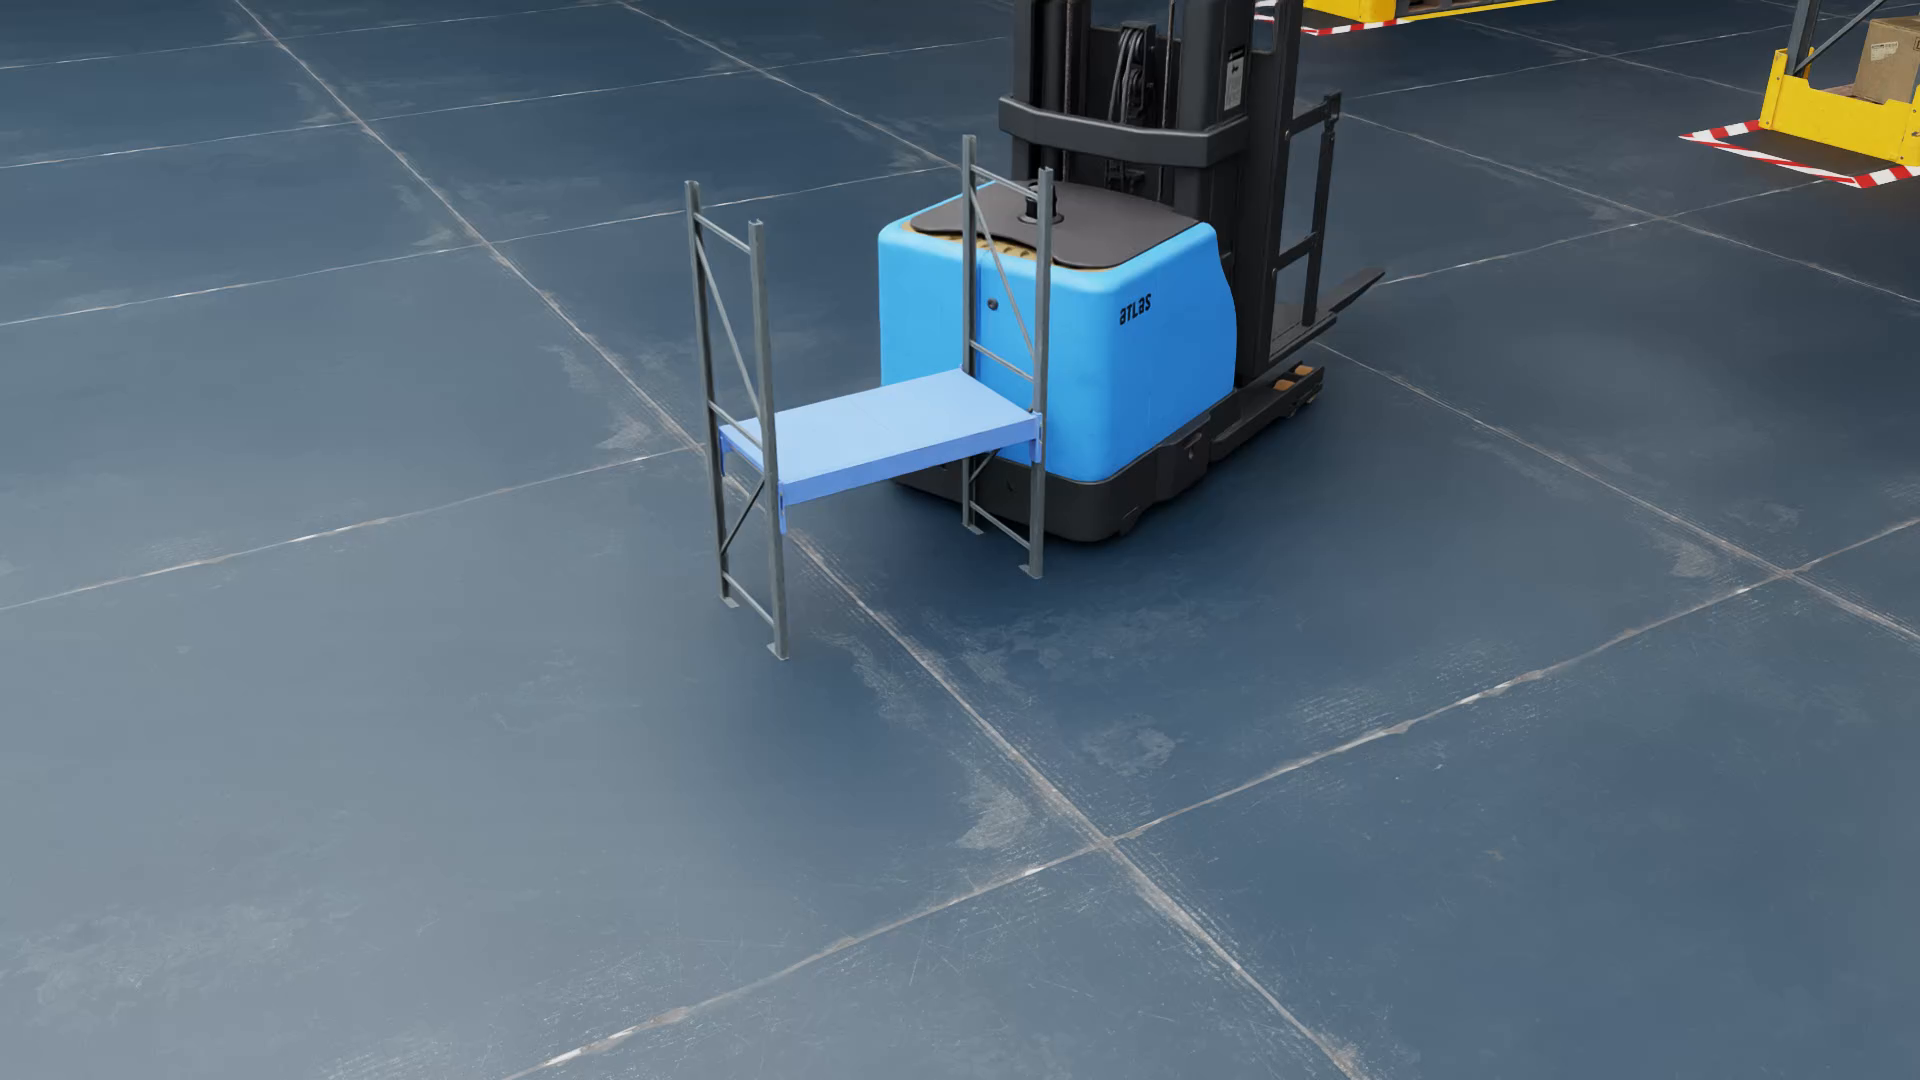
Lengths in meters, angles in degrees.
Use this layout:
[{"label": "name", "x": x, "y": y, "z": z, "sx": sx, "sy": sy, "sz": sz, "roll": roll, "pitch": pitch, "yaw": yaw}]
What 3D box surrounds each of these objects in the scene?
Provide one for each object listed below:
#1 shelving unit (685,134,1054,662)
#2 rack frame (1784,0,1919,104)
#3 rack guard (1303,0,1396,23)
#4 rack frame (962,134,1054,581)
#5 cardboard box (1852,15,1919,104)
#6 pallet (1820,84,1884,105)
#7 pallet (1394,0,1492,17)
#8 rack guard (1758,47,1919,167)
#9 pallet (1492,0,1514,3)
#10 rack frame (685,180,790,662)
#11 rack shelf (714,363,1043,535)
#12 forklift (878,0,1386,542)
[{"label": "shelving unit", "x": -0.279, "y": -0.487, "z": 5.580, "sx": 1.048, "sy": 1.500, "sz": 0.538, "roll": -17, "pitch": 33, "yaw": -27}, {"label": "rack frame", "x": 5.821, "y": -3.933, "z": 10.273, "sx": 0.127, "sy": 3.000, "sz": 1.000, "roll": -16, "pitch": 33, "yaw": -26}, {"label": "rack guard", "x": 3.354, "y": -4.940, "z": 14.685, "sx": 0.348, "sy": 0.500, "sz": 1.175, "roll": -16, "pitch": 33, "yaw": -26}, {"label": "rack frame", "x": 0.153, "y": -0.616, "z": 5.814, "sx": 0.032, "sy": 1.500, "sz": 0.500, "roll": -17, "pitch": 33, "yaw": -27}, {"label": "cardboard box", "x": 6.368, "y": -3.169, "z": 11.040, "sx": 0.500, "sy": 0.500, "sz": 0.500, "roll": -10, "pitch": 30, "yaw": -17}, {"label": "pallet", "x": 6.605, "y": -2.915, "z": 11.314, "sx": 1.213, "sy": 0.211, "sz": 1.003, "roll": -16, "pitch": 33, "yaw": -26}, {"label": "pallet", "x": 4.057, "y": -5.011, "z": 15.111, "sx": 1.213, "sy": 0.211, "sz": 1.003, "roll": -16, "pitch": 33, "yaw": -26}, {"label": "rack guard", "x": 5.887, "y": -2.857, "z": 10.910, "sx": 0.348, "sy": 0.500, "sz": 1.175, "roll": -16, "pitch": 33, "yaw": -26}, {"label": "pallet", "x": 5.107, "y": -5.307, "z": 15.648, "sx": 1.213, "sy": 0.211, "sz": 1.003, "roll": -16, "pitch": 33, "yaw": -26}, {"label": "rack frame", "x": -0.711, "y": -0.357, "z": 5.345, "sx": 0.032, "sy": 1.500, "sz": 0.500, "roll": -17, "pitch": 33, "yaw": -27}, {"label": "rack shelf", "x": -0.279, "y": -0.329, "z": 5.667, "sx": 1.000, "sy": 0.185, "sz": 0.538, "roll": -17, "pitch": 33, "yaw": -27}, {"label": "forklift", "x": 0.950, "y": -1.933, "z": 6.720, "sx": 1.130, "sy": 2.935, "sz": 3.031, "roll": 19, "pitch": 34, "yaw": 31}]
